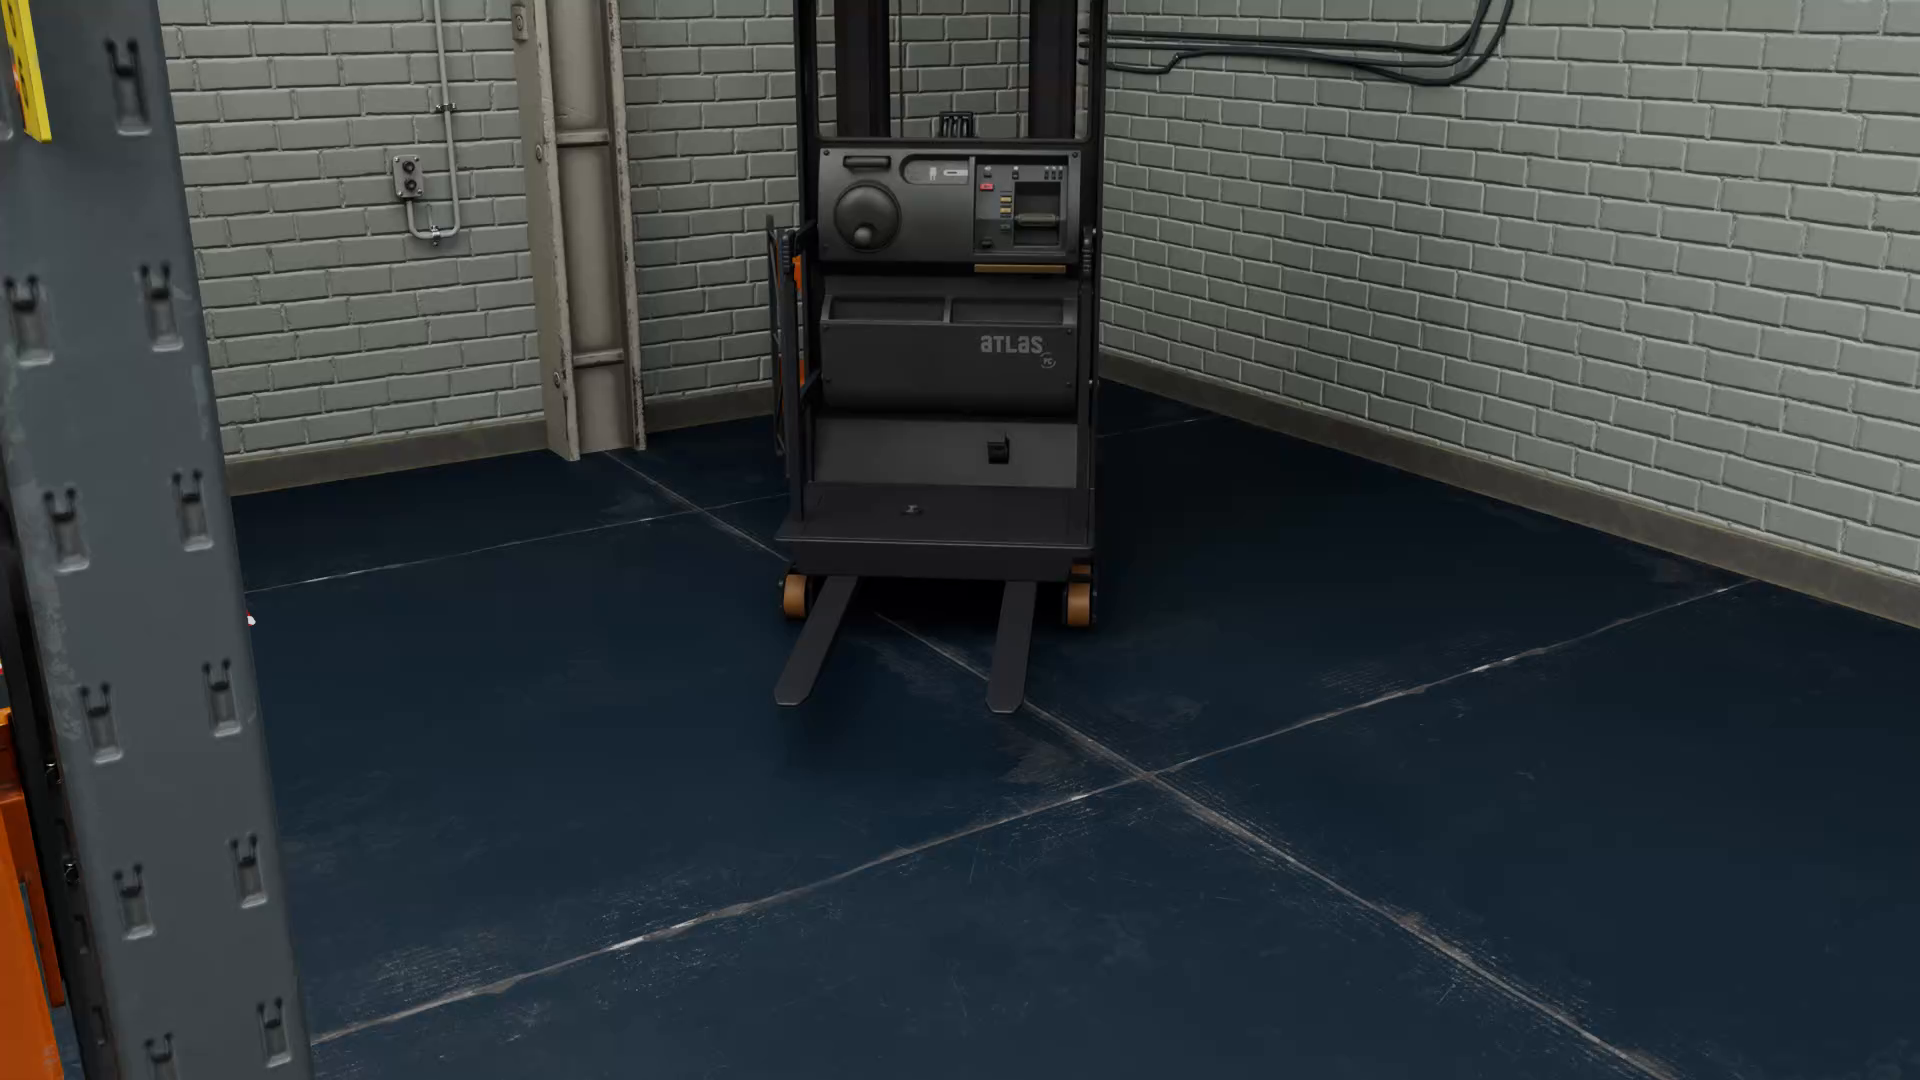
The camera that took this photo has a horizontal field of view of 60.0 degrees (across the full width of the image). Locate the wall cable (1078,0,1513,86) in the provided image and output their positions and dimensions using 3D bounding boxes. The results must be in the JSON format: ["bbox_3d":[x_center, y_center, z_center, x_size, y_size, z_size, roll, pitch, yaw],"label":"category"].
[{"bbox_3d":[1.379,-3.433,7.698,0.112,2.526,3.097,-12,22,-31],"label":"wall cable"}]

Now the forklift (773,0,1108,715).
[{"bbox_3d":[-0.054,-1.189,5.685,1.130,2.935,3.031,2,19,5],"label":"forklift"}]

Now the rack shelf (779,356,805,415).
[{"bbox_3d":[-0.330,-0.697,7.810,1.000,0.278,0.538,-4,19,-12],"label":"rack shelf"}]

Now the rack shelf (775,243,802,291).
[{"bbox_3d":[-0.331,-1.206,7.638,1.000,0.278,0.538,-4,19,-12],"label":"rack shelf"}]

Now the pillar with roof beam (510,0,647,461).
[{"bbox_3d":[0.606,-3.559,3.221,0.400,9.000,9.100,-12,22,-31],"label":"pillar with roof beam"}]

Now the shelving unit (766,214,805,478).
[{"bbox_3d":[-0.331,-0.928,7.731,1.048,1.125,0.538,-4,19,-12],"label":"shelving unit"}]

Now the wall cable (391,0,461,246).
[{"bbox_3d":[-2.992,-2.121,6.750,1.851,1.984,0.084,-12,22,-31],"label":"wall cable"}]

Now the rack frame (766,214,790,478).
[{"bbox_3d":[-0.827,-0.893,7.628,0.032,1.125,0.500,-4,19,-12],"label":"rack frame"}]

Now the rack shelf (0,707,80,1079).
[{"bbox_3d":[-2.484,0.856,0.653,4.000,0.370,1.077,-12,22,-31],"label":"rack shelf"}]

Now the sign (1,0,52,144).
[{"bbox_3d":[-0.525,-0.383,0.894,0.005,0.325,0.100,-12,22,-31],"label":"sign"}]
